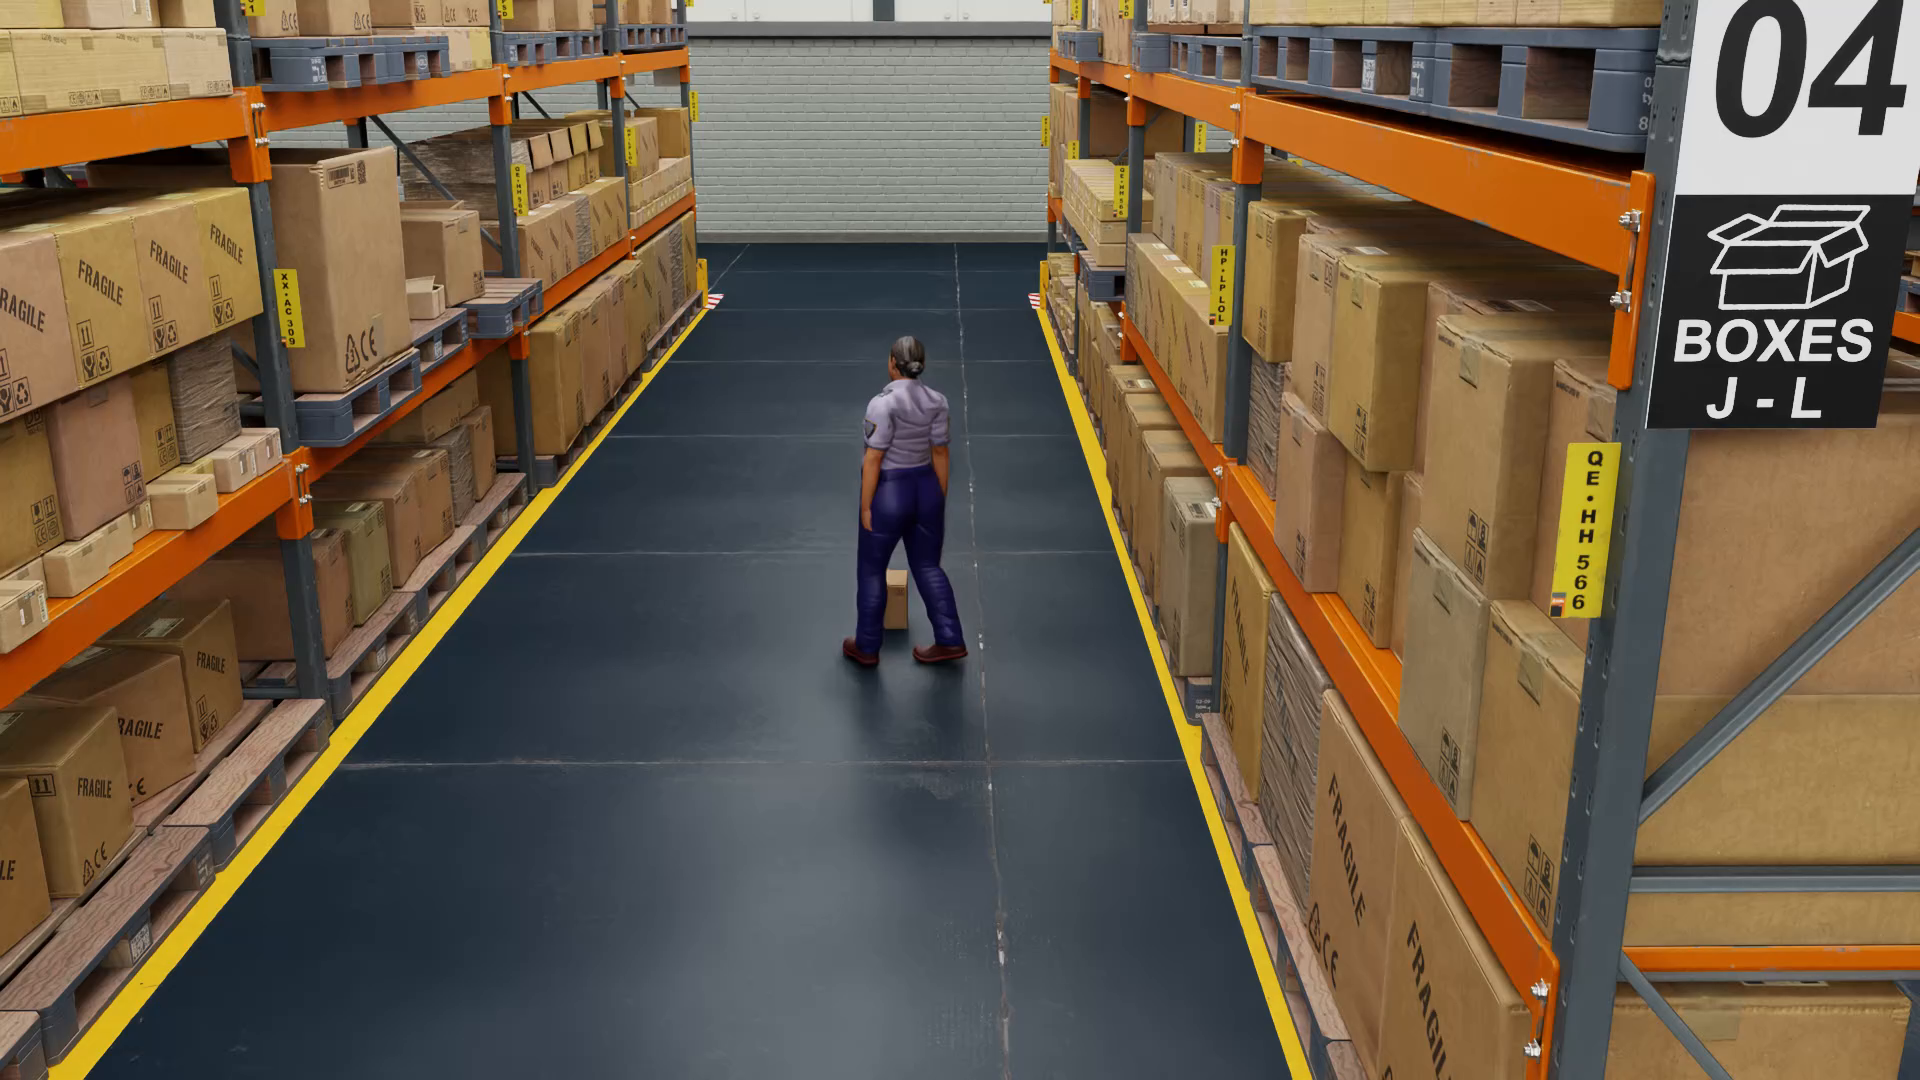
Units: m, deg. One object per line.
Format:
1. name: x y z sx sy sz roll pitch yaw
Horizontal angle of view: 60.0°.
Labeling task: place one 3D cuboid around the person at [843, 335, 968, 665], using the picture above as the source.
1. person: -0.299 -0.186 8.148 0.483 1.642 0.574 -13 21 -36
